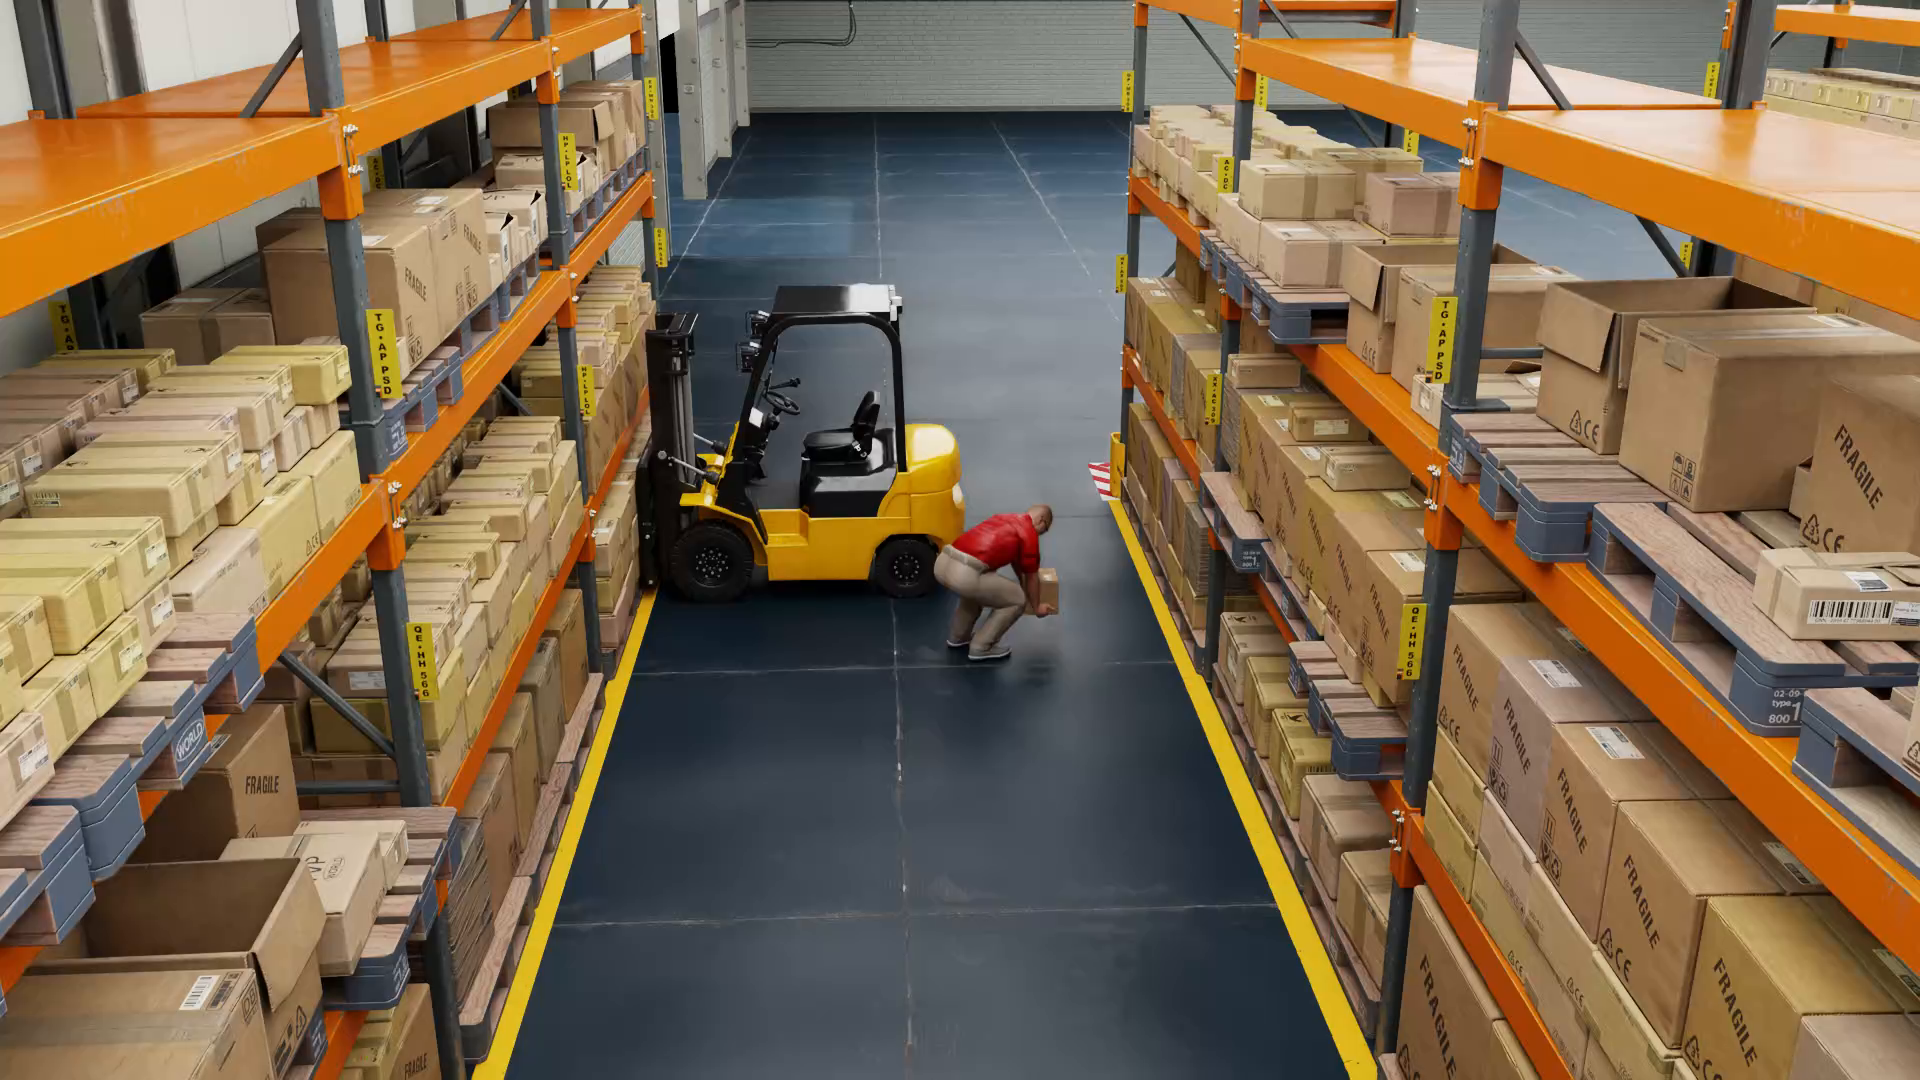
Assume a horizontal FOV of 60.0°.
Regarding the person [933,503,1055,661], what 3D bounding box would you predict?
[{"bbox_3d":[0.272,0.275,11.463,0.965,0.967,0.544,-13,24,-31],"label":"person"}]
